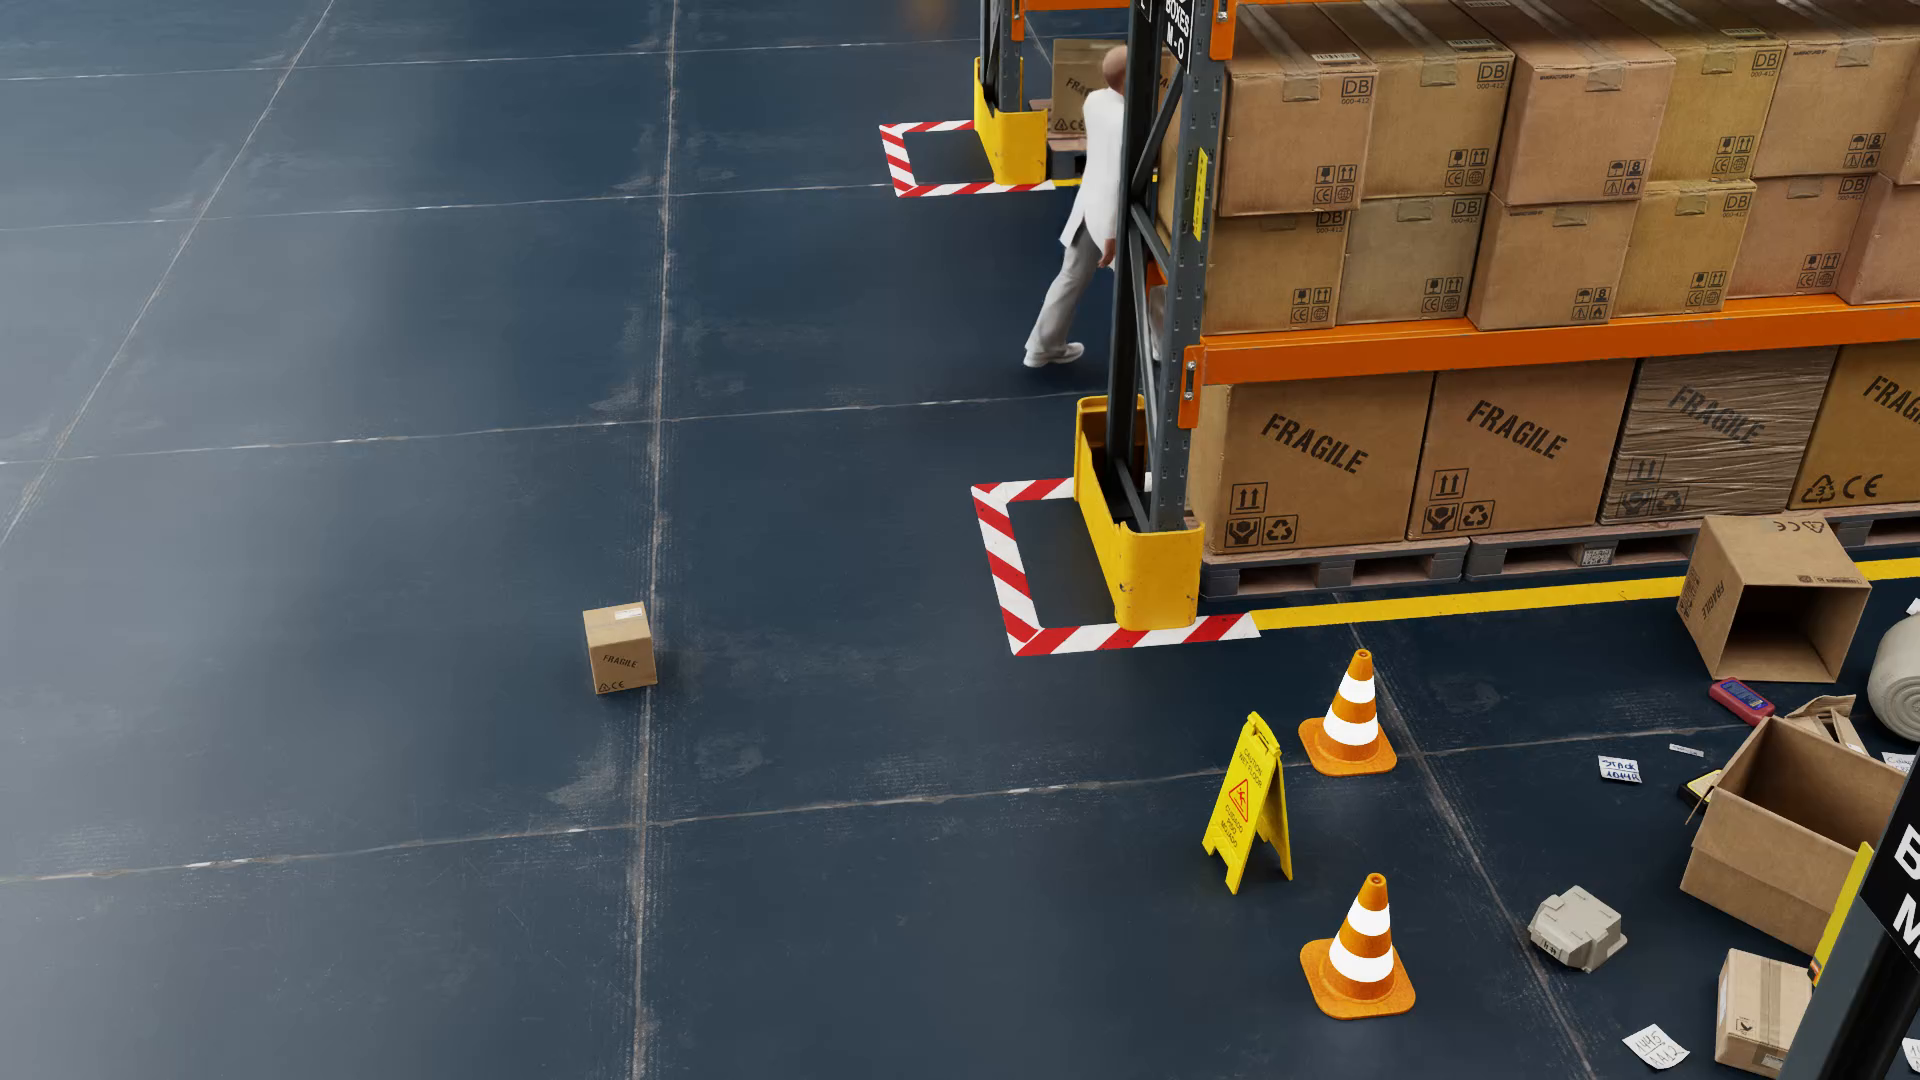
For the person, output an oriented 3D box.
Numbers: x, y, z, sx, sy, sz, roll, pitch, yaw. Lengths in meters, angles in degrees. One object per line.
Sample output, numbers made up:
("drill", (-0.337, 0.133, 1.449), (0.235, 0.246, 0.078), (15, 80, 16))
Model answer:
("person", (0.856, -1.705, 8.629), (1.048, 1.743, 0.638), (-14, 37, -19))
